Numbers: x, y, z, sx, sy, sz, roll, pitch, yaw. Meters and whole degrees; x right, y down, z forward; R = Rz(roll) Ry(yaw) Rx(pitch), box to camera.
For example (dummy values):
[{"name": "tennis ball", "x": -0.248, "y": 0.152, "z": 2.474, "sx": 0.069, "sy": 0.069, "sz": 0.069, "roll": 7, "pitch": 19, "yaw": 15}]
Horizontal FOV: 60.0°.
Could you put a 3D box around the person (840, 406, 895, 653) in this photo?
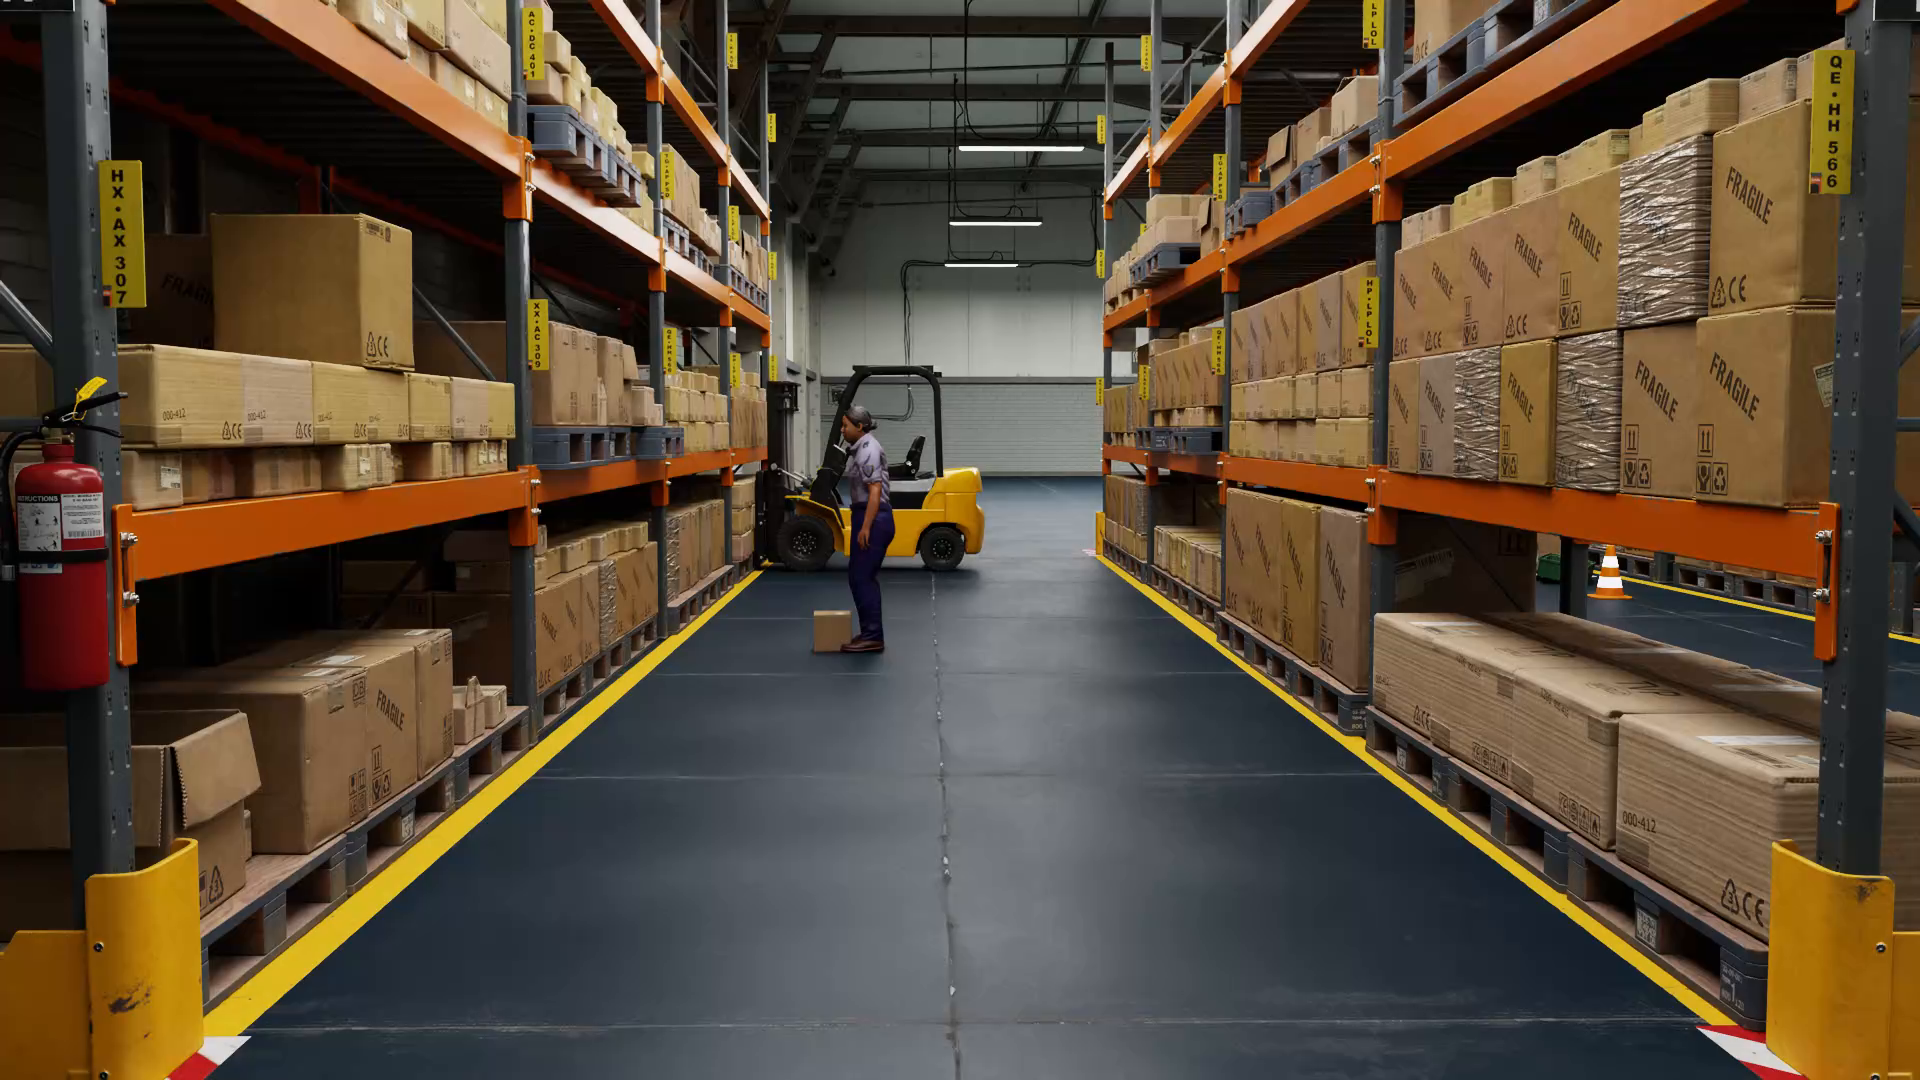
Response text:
[{"name": "person", "x": -0.630, "y": -0.081, "z": 11.261, "sx": 0.374, "sy": 1.651, "sz": 0.560, "roll": 0, "pitch": 4, "yaw": -5}]
